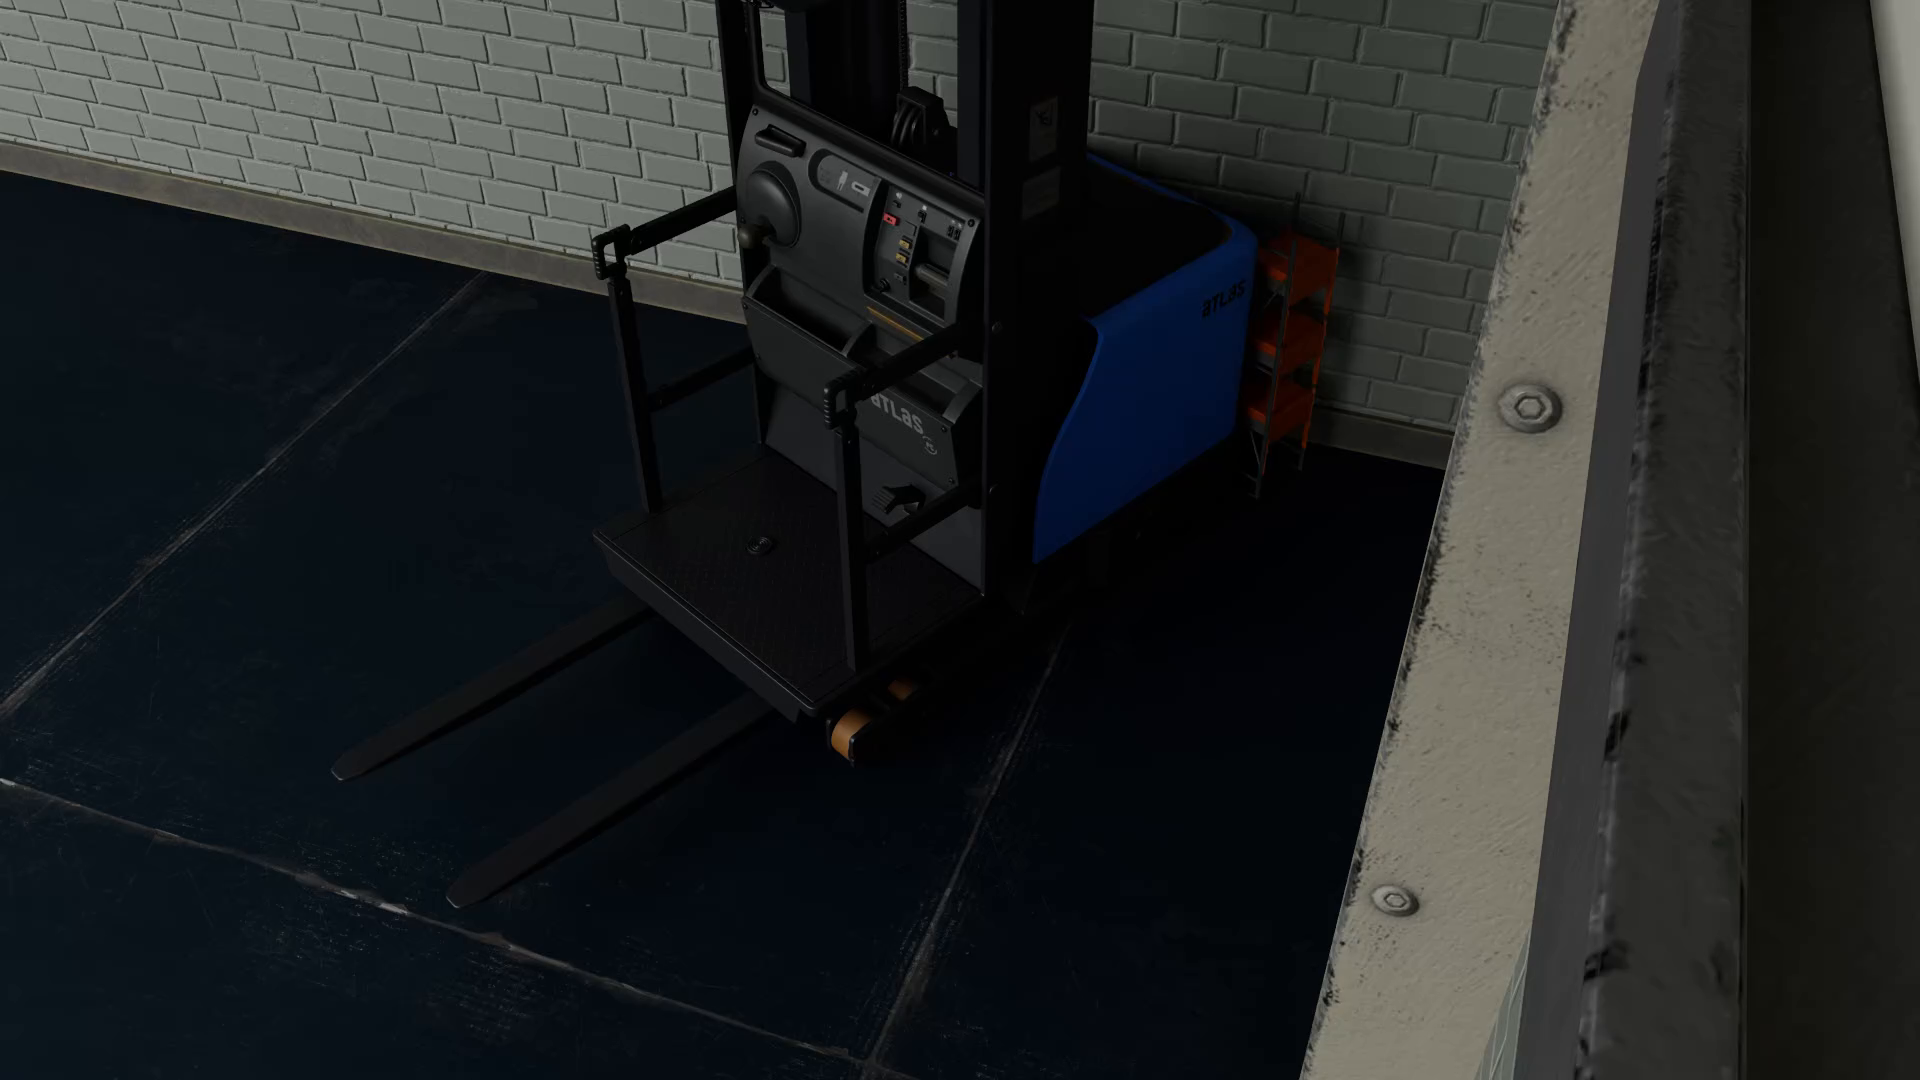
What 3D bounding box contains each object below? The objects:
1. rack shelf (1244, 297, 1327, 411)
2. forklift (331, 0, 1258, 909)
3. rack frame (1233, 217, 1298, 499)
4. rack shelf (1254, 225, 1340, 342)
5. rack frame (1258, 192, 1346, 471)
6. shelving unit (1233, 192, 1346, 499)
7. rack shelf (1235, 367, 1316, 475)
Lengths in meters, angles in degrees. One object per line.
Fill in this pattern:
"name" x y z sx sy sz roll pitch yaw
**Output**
"rack shelf" 1.085 -0.638 5.705 0.240 0.259 0.215 -31 49 -31
"forklift" -0.446 -0.833 4.468 3.031 2.935 1.130 -32 50 -32
"rack frame" 0.995 -0.592 5.635 0.008 1.050 0.200 -31 49 -31
"rack shelf" 1.085 -0.854 5.521 0.240 0.259 0.215 -31 49 -31
"rack frame" 1.175 -0.700 5.761 0.008 1.050 0.200 -31 49 -31
"shelving unit" 1.085 -0.646 5.698 0.252 1.050 0.215 -31 49 -31
"rack shelf" 1.085 -0.426 5.885 0.240 0.259 0.215 -31 49 -31
